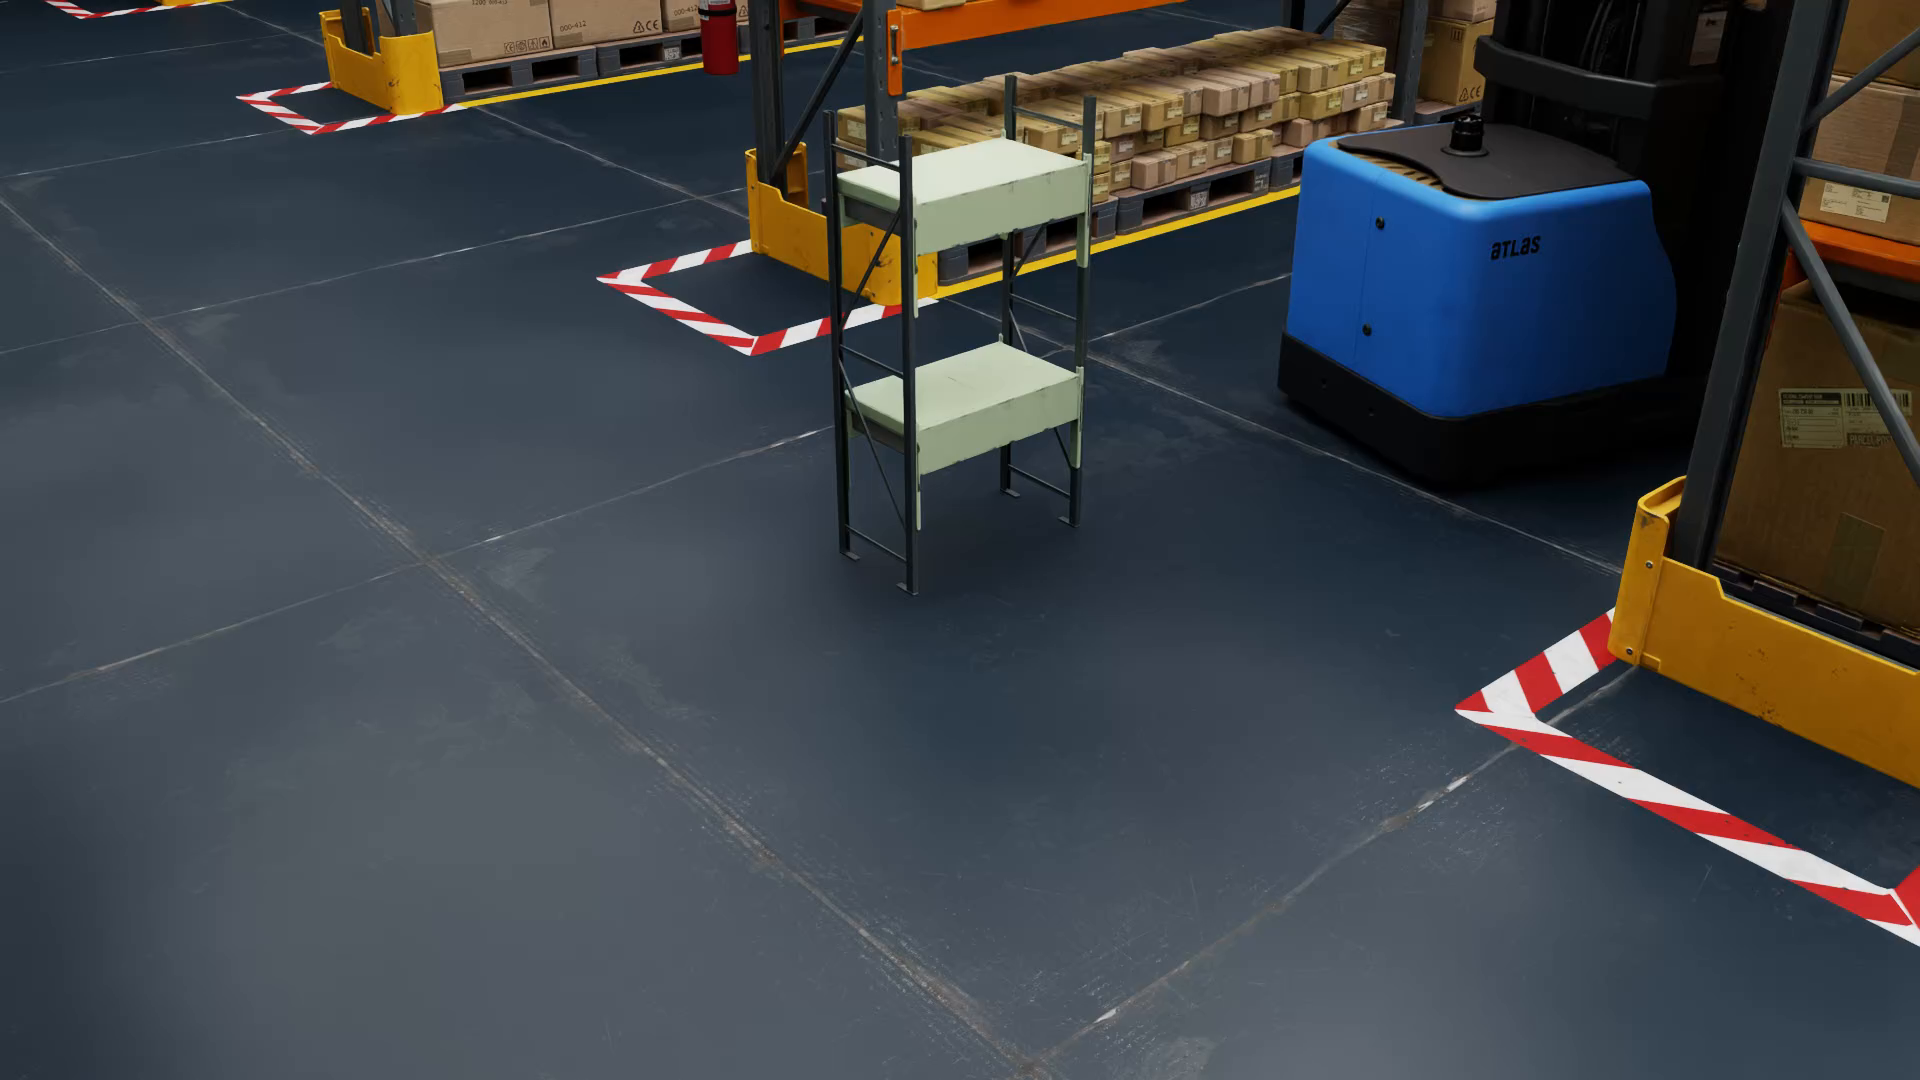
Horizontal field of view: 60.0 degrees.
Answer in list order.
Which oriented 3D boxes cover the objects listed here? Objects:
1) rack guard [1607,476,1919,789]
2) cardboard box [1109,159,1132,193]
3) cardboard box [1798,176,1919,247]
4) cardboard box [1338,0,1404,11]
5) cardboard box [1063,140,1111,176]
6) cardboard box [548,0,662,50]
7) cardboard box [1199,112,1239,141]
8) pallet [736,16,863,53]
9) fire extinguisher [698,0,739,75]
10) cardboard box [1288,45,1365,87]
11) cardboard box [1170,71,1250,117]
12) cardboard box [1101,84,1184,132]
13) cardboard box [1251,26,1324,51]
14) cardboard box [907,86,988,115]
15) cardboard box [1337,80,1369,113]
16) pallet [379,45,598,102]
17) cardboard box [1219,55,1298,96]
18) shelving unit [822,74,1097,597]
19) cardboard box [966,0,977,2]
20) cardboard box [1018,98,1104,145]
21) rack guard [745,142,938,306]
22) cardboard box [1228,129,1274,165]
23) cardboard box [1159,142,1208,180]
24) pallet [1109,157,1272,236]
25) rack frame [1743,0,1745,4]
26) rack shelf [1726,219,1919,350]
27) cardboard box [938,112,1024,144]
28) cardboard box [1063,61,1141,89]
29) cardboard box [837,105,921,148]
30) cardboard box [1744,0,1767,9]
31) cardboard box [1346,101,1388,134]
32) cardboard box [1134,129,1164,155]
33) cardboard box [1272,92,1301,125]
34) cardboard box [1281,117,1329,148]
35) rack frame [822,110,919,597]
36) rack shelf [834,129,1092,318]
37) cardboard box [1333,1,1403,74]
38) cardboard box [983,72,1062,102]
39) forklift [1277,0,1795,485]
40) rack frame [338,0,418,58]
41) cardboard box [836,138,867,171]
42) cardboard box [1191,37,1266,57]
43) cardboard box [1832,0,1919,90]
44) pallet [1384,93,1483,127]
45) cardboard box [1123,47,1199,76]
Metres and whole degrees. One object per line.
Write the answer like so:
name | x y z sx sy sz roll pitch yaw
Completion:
rack guard | 2.476 0.274 4.707 0.348 0.500 1.175 -22 35 -35
cardboard box | 0.686 -1.958 8.810 0.250 0.149 0.380 -22 35 -35
cardboard box | 2.551 -0.952 4.616 0.250 0.149 0.380 -21 35 -34
cardboard box | 2.797 -3.601 10.717 0.500 0.250 0.500 -23 36 -36
cardboard box | 0.556 -1.982 8.540 0.250 0.149 0.380 -21 34 -33
cardboard box | -2.810 -3.965 12.260 0.875 0.438 0.875 -21 34 -34
cardboard box | 1.319 -2.341 9.211 0.250 0.149 0.380 -24 36 -37
pallet | -1.524 -4.179 13.345 1.213 0.211 1.003 -22 35 -35
fire extinguisher | -1.139 -2.535 7.789 0.183 0.674 0.296 -22 35 -35
cardboard box | 2.124 -2.765 9.689 0.250 0.149 0.380 -21 35 -34
cardboard box | 1.348 -2.432 9.066 0.250 0.149 0.380 -23 36 -37
cardboard box | 0.959 -2.284 8.789 0.250 0.149 0.380 -21 35 -34
cardboard box | 1.998 -3.028 10.182 0.250 0.149 0.380 -20 34 -33
cardboard box | -0.067 -2.269 8.762 0.250 0.149 0.380 -23 36 -36
cardboard box | 2.164 -2.630 9.753 0.250 0.149 0.380 -24 36 -37
pallet | -3.380 -3.432 11.948 1.213 0.211 1.003 -22 35 -35
cardboard box | 1.692 -2.635 9.445 0.250 0.149 0.380 -21 34 -33
shelving unit | 0.005 -0.664 5.400 0.755 1.500 0.431 -22 35 -35
cardboard box | -0.022 -2.609 7.716 0.250 0.149 0.380 -20 34 -33
cardboard box | 0.512 -2.138 8.517 0.250 0.149 0.380 -24 36 -37
rack guard | -0.590 -1.566 8.150 0.348 0.500 1.175 -22 35 -35
cardboard box | 1.530 -2.238 9.335 0.250 0.149 0.380 -22 35 -35
cardboard box | 1.126 -2.097 9.070 0.250 0.149 0.380 -22 35 -35
pallet | 0.978 -2.046 9.354 1.213 0.211 1.003 -22 35 -35
rack frame | 5.438 -5.093 12.097 0.127 3.000 1.000 -22 35 -35
rack shelf | 4.016 -1.131 5.446 4.000 0.370 1.077 -22 35 -35
cardboard box | 0.103 -2.002 8.261 0.250 0.149 0.380 -21 35 -34
cardboard box | 0.793 -2.559 9.304 0.250 0.149 0.380 -22 35 -35
cardboard box | -0.410 -2.088 8.423 0.250 0.149 0.380 -21 35 -34
cardboard box | 5.959 -4.440 12.816 0.750 0.750 1.050 -22 35 -36
cardboard box | 2.318 -2.555 9.927 0.250 0.149 0.380 -21 35 -34
cardboard box | 0.876 -2.195 8.939 0.250 0.149 0.380 -20 34 -32
cardboard box | 1.717 -2.501 9.510 0.250 0.149 0.380 -22 35 -34
cardboard box | 1.906 -2.401 9.640 0.250 0.149 0.380 -23 36 -36
rack frame | -0.273 -0.552 5.191 0.023 1.500 0.400 -22 35 -35
rack shelf | 0.005 -1.008 5.216 0.720 0.370 0.431 -22 35 -35
cardboard box | 2.794 -3.268 10.890 0.500 0.500 0.500 -23 36 -36
cardboard box | 0.339 -2.428 9.059 0.250 0.149 0.380 -20 34 -33
forklift | 2.852 -1.947 6.283 3.031 2.935 1.130 -12 30 -21
rack frame | -3.938 -4.389 10.781 0.127 3.000 1.000 -22 35 -35
cardboard box | -0.432 -1.968 8.514 0.250 0.149 0.380 -23 36 -36
cardboard box | 1.590 -2.870 9.886 0.250 0.149 0.380 -22 35 -36
cardboard box | 2.694 -1.475 4.375 0.500 0.500 0.500 -21 35 -34
pallet | 2.986 -2.878 10.911 1.213 0.211 1.003 -22 35 -35
cardboard box | 1.160 -2.734 9.631 0.250 0.149 0.380 -21 35 -34
